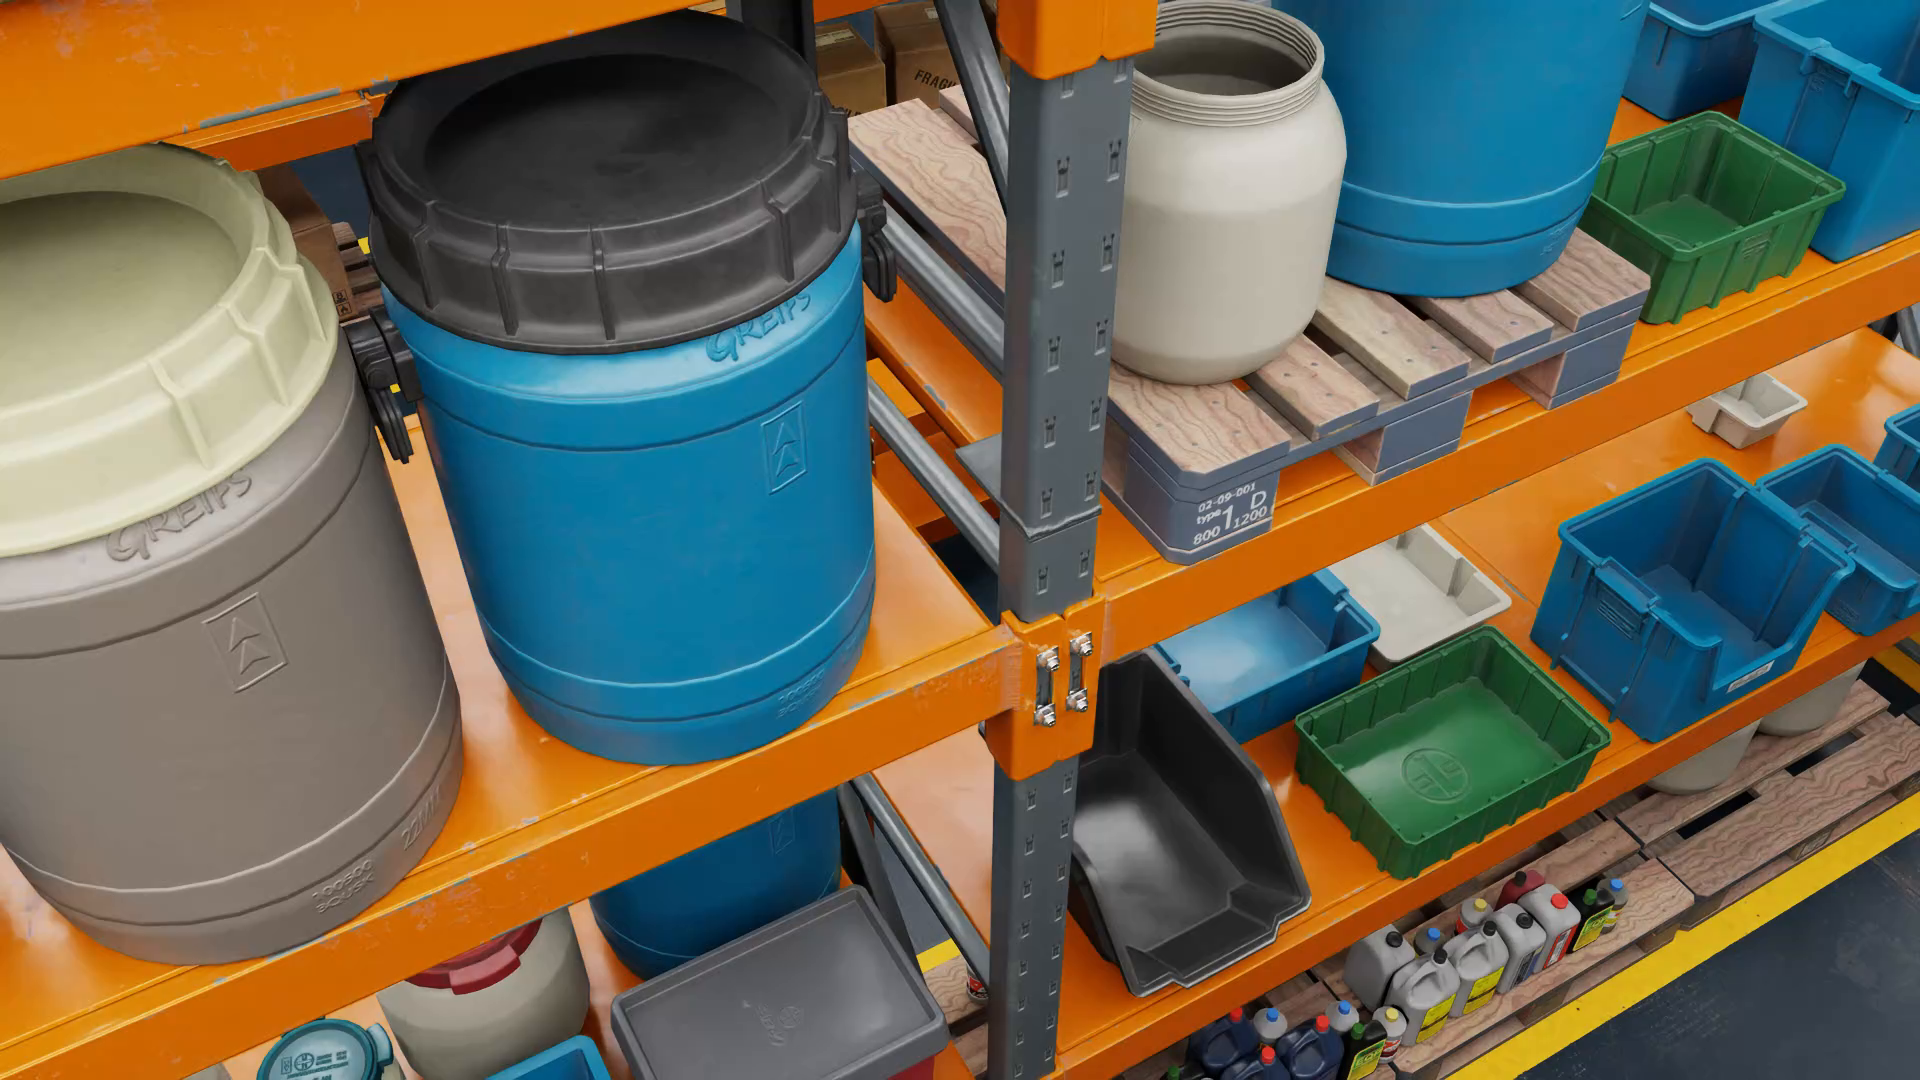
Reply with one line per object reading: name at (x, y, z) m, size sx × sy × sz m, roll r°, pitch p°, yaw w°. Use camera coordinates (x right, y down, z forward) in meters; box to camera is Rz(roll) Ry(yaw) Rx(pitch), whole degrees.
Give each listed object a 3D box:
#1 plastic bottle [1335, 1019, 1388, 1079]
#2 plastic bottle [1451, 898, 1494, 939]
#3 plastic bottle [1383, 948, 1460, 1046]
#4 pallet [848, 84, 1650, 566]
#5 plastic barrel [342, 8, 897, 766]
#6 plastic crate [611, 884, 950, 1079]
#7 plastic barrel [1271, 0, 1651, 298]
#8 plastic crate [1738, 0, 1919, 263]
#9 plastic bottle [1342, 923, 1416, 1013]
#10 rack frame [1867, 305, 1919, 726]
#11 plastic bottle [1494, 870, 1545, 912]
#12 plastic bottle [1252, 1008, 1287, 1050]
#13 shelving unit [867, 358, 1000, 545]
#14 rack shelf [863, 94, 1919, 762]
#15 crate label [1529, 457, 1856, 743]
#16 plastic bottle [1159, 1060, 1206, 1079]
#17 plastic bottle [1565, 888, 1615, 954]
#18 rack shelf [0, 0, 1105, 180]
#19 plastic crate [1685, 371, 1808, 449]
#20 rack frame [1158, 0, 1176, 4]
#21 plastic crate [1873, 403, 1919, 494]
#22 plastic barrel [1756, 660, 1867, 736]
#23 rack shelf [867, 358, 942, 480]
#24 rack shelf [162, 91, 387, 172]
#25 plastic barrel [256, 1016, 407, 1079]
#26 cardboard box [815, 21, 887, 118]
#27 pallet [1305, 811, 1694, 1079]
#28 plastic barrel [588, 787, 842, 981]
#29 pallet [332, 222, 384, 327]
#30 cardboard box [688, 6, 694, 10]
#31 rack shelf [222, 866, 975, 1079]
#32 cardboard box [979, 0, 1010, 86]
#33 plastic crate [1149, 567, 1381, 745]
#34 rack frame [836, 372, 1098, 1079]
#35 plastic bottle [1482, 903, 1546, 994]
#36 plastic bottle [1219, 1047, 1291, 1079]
plastic bottle at (1.142, 1.448, 4.739) m, size 0.133 × 0.283 × 0.061 m, roll -20°, pitch 48°, yaw -19°
plastic bottle at (1.571, 1.169, 5.086) m, size 0.097 × 0.201 × 0.097 m, roll 0°, pitch 44°, yaw 0°
plastic bottle at (1.347, 1.308, 4.834) m, size 0.185 × 0.351 × 0.144 m, roll -22°, pitch 48°, yaw -21°
pallet at (0.485, -0.560, 3.155) m, size 1.003 × 0.211 × 1.213 m, roll -22°, pitch 48°, yaw -21°
plastic barrel at (-0.425, -0.191, 2.279) m, size 0.708 × 0.901 × 0.600 m, roll -22°, pitch 48°, yaw -21°
plastic crate at (-0.360, 1.088, 3.429) m, size 0.583 × 0.464 × 0.402 m, roll -22°, pitch 48°, yaw -21°
plastic barrel at (0.824, -0.930, 2.739) m, size 0.708 × 0.901 × 0.600 m, roll -22°, pitch 48°, yaw -21°
plastic crate at (1.873, -0.857, 3.337) m, size 0.575 × 0.384 × 0.392 m, roll -22°, pitch 48°, yaw -21°
plastic bottle at (1.251, 1.254, 4.944) m, size 0.135 × 0.276 × 0.152 m, roll -22°, pitch 48°, yaw -21°
rack frame at (3.376, -0.630, 5.245) m, size 0.127 × 3.000 × 1.000 m, roll -22°, pitch 48°, yaw -21°
plastic bottle at (1.716, 1.096, 5.102) m, size 0.133 × 0.283 × 0.061 m, roll -22°, pitch 48°, yaw -21°
plastic bottle at (0.880, 1.426, 4.770) m, size 0.097 × 0.271 × 0.097 m, roll 0°, pitch 44°, yaw 0°
shelving unit at (-0.006, -0.401, 6.356) m, size 1.048 × 1.125 × 0.538 m, roll -22°, pitch 48°, yaw -21°
rack shelf at (1.642, -0.754, 3.736) m, size 4.000 × 0.370 × 1.077 m, roll -22°, pitch 48°, yaw -21°
crate label at (1.915, 0.159, 4.407) m, size 0.616 × 0.435 × 0.502 m, roll -22°, pitch 48°, yaw -21°
plastic bottle at (0.616, 1.536, 4.648) m, size 0.133 × 0.283 × 0.061 m, roll -22°, pitch 48°, yaw -21°
plastic bottle at (1.910, 1.140, 5.056) m, size 0.133 × 0.283 × 0.061 m, roll -21°, pitch 48°, yaw -20°
rack shelf at (-1.826, -0.299, 1.401) m, size 4.000 × 0.370 × 1.077 m, roll -22°, pitch 48°, yaw -21°
plastic crate at (2.440, -0.419, 5.217) m, size 0.250 × 0.136 × 0.298 m, roll -22°, pitch 48°, yaw -21°
rack frame at (0.909, -3.621, 8.327) m, size 0.127 × 3.000 × 1.000 m, roll -22°, pitch 48°, yaw -21°
plastic crate at (3.091, -0.222, 4.932) m, size 0.616 × 0.251 × 0.499 m, roll -22°, pitch 48°, yaw -21°
plastic barrel at (2.844, 0.387, 5.683) m, size 0.421 × 0.512 × 0.421 m, roll 0°, pitch 44°, yaw 0°
rack shelf at (-0.006, -0.611, 6.152) m, size 1.000 × 0.278 × 0.538 m, roll -22°, pitch 48°, yaw -21°
rack shelf at (-4.294, -1.281, 6.433) m, size 4.000 × 0.370 × 1.077 m, roll -22°, pitch 48°, yaw -21°
plastic barrel at (-1.316, 1.174, 3.486) m, size 0.301 × 0.262 × 0.301 m, roll 0°, pitch 44°, yaw 0°
cardboard box at (-0.695, -2.234, 8.392) m, size 0.500 × 0.500 × 0.500 m, roll -18°, pitch 47°, yaw -17°
pallet at (1.570, 1.125, 5.440) m, size 1.213 × 0.211 × 1.003 m, roll -22°, pitch 48°, yaw -21°
plastic barrel at (-0.578, 0.529, 3.691) m, size 0.708 × 0.901 × 0.600 m, roll -22°, pitch 48°, yaw -21°
pallet at (-3.234, -0.961, 7.589) m, size 1.213 × 0.211 × 1.003 m, roll -22°, pitch 48°, yaw -21°
cardboard box at (-1.348, -2.373, 7.221) m, size 0.250 × 0.149 × 0.380 m, roll -22°, pitch 48°, yaw -21°
rack shelf at (-1.826, 1.710, 3.351) m, size 4.000 × 0.370 × 1.077 m, roll -22°, pitch 48°, yaw -21°
cardboard box at (0.359, -2.668, 8.839) m, size 0.500 × 0.500 × 0.500 m, roll -14°, pitch 46°, yaw -14°
plastic crate at (0.732, 0.263, 4.432) m, size 0.616 × 0.251 × 0.499 m, roll -22°, pitch 48°, yaw -21°
rack frame at (-0.092, 0.758, 3.815) m, size 0.127 × 3.000 × 1.000 m, roll -22°, pitch 48°, yaw -21°
plastic bottle at (1.650, 1.211, 4.989) m, size 0.135 × 0.276 × 0.152 m, roll -23°, pitch 49°, yaw -22°
plastic bottle at (0.814, 1.521, 4.615) m, size 0.185 × 0.351 × 0.144 m, roll -21°, pitch 48°, yaw -20°
